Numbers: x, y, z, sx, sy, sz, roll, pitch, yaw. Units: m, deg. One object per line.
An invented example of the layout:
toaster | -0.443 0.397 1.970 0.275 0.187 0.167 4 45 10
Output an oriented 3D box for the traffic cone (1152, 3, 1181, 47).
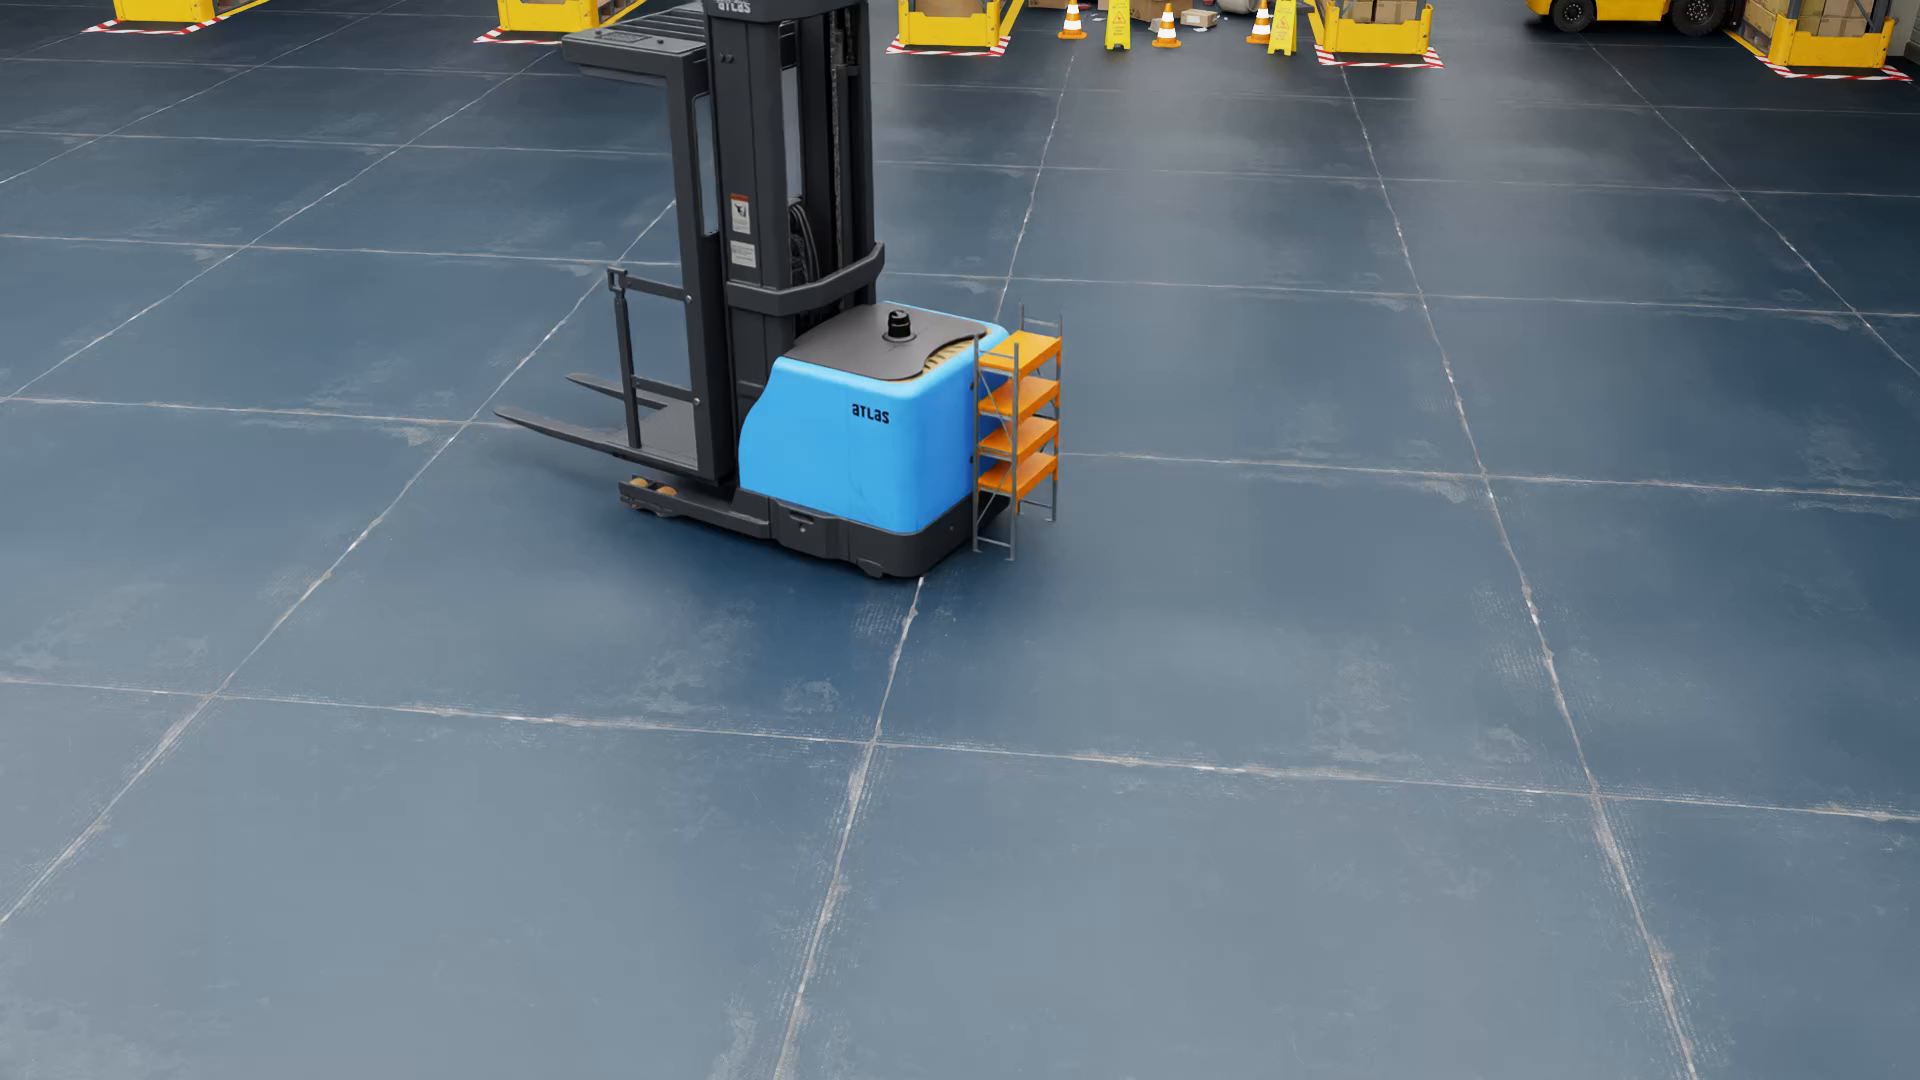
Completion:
traffic cone | 2.433 -6.044 19.481 0.336 0.463 0.334 3 28 6

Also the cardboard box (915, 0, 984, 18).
cardboard box | -0.104 -6.792 19.992 0.875 0.875 0.875 4 29 6

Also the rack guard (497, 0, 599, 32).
rack guard | -5.023 -6.490 20.270 1.175 0.500 0.348 3 28 6

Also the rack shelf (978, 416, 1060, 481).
rack shelf | 0.292 -0.487 8.532 0.258 0.148 0.480 14 32 25

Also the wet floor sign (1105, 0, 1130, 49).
wet floor sign | 1.840 -6.054 19.307 0.267 0.644 0.232 -1 28 -3

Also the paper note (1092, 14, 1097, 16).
paper note | 1.712 -6.676 21.131 0.032 0.001 0.123 20 34 32

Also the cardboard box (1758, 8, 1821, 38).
cardboard box | 9.474 -5.906 19.007 0.500 0.250 0.500 4 29 7

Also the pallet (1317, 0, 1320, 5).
pallet | 5.246 -7.316 22.108 1.003 0.211 1.213 3 28 6

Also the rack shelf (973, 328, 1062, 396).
rack shelf | 0.292 -0.893 8.313 0.258 0.148 0.480 14 32 25

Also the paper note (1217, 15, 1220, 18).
paper note | 3.197 -6.619 21.016 0.148 0.019 0.142 14 31 24

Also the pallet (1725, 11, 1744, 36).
pallet | 9.934 -6.400 20.407 1.003 0.211 1.213 3 28 6

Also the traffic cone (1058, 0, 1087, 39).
traffic cone | 1.353 -6.270 19.900 0.336 0.463 0.334 3 28 6

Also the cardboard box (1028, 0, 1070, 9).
cardboard box | 1.197 -7.213 21.608 0.500 0.500 0.500 8 29 15

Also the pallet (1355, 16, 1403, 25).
pallet | 4.947 -6.168 19.976 1.003 0.211 1.213 3 28 6

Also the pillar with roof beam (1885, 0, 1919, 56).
pillar with roof beam | 6.438 -9.859 17.563 9.100 9.000 0.400 3 28 6

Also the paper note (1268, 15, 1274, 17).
paper note | 3.911 -6.637 21.038 0.142 0.019 0.148 -6 29 -11

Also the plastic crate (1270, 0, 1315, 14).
plastic crate | 4.287 -6.885 21.446 0.402 0.080 0.583 -6 29 -11

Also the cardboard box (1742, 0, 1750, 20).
cardboard box | 9.615 -6.375 19.877 0.500 0.250 0.500 4 29 7

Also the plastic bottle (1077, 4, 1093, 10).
plastic bottle | 1.560 -6.878 21.453 0.283 0.061 0.133 -6 29 -11

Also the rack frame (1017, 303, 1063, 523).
rack frame | 0.409 -0.648 8.688 0.240 1.200 0.015 14 32 25

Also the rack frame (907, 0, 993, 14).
rack frame | -0.122 -7.219 18.988 1.000 3.000 0.127 3 28 6

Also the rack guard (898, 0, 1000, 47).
rack guard | -0.125 -6.108 19.560 1.175 0.500 0.348 3 28 6

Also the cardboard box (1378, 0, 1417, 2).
cardboard box | 5.179 -6.659 19.613 0.500 0.500 0.500 2 28 4

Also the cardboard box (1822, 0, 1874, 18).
cardboard box | 9.994 -6.096 18.832 0.500 0.250 0.500 4 29 7

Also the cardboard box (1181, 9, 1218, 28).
cardboard box | 2.959 -6.458 20.581 0.380 0.149 0.250 20 34 32

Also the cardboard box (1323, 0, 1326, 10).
cardboard box | 4.707 -6.593 20.282 0.500 0.250 0.500 3 29 6

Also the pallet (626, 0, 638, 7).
pallet | -4.736 -7.316 22.108 1.003 0.211 1.213 3 28 6

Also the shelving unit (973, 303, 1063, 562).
shelving unit | 0.292 -0.547 8.500 0.258 1.200 0.503 14 32 25

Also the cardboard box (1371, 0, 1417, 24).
cardboard box | 5.177 -6.317 19.770 0.500 0.250 0.500 3 28 6

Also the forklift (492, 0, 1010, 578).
forklift | -1.257 -1.607 8.643 3.031 2.935 1.130 16 32 27

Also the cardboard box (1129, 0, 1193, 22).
cardboard box | 2.506 -6.854 20.942 0.797 0.503 0.637 -17 33 -29

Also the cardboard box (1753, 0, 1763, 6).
cardboard box | 9.552 -6.370 19.340 0.500 0.250 0.500 3 28 6
